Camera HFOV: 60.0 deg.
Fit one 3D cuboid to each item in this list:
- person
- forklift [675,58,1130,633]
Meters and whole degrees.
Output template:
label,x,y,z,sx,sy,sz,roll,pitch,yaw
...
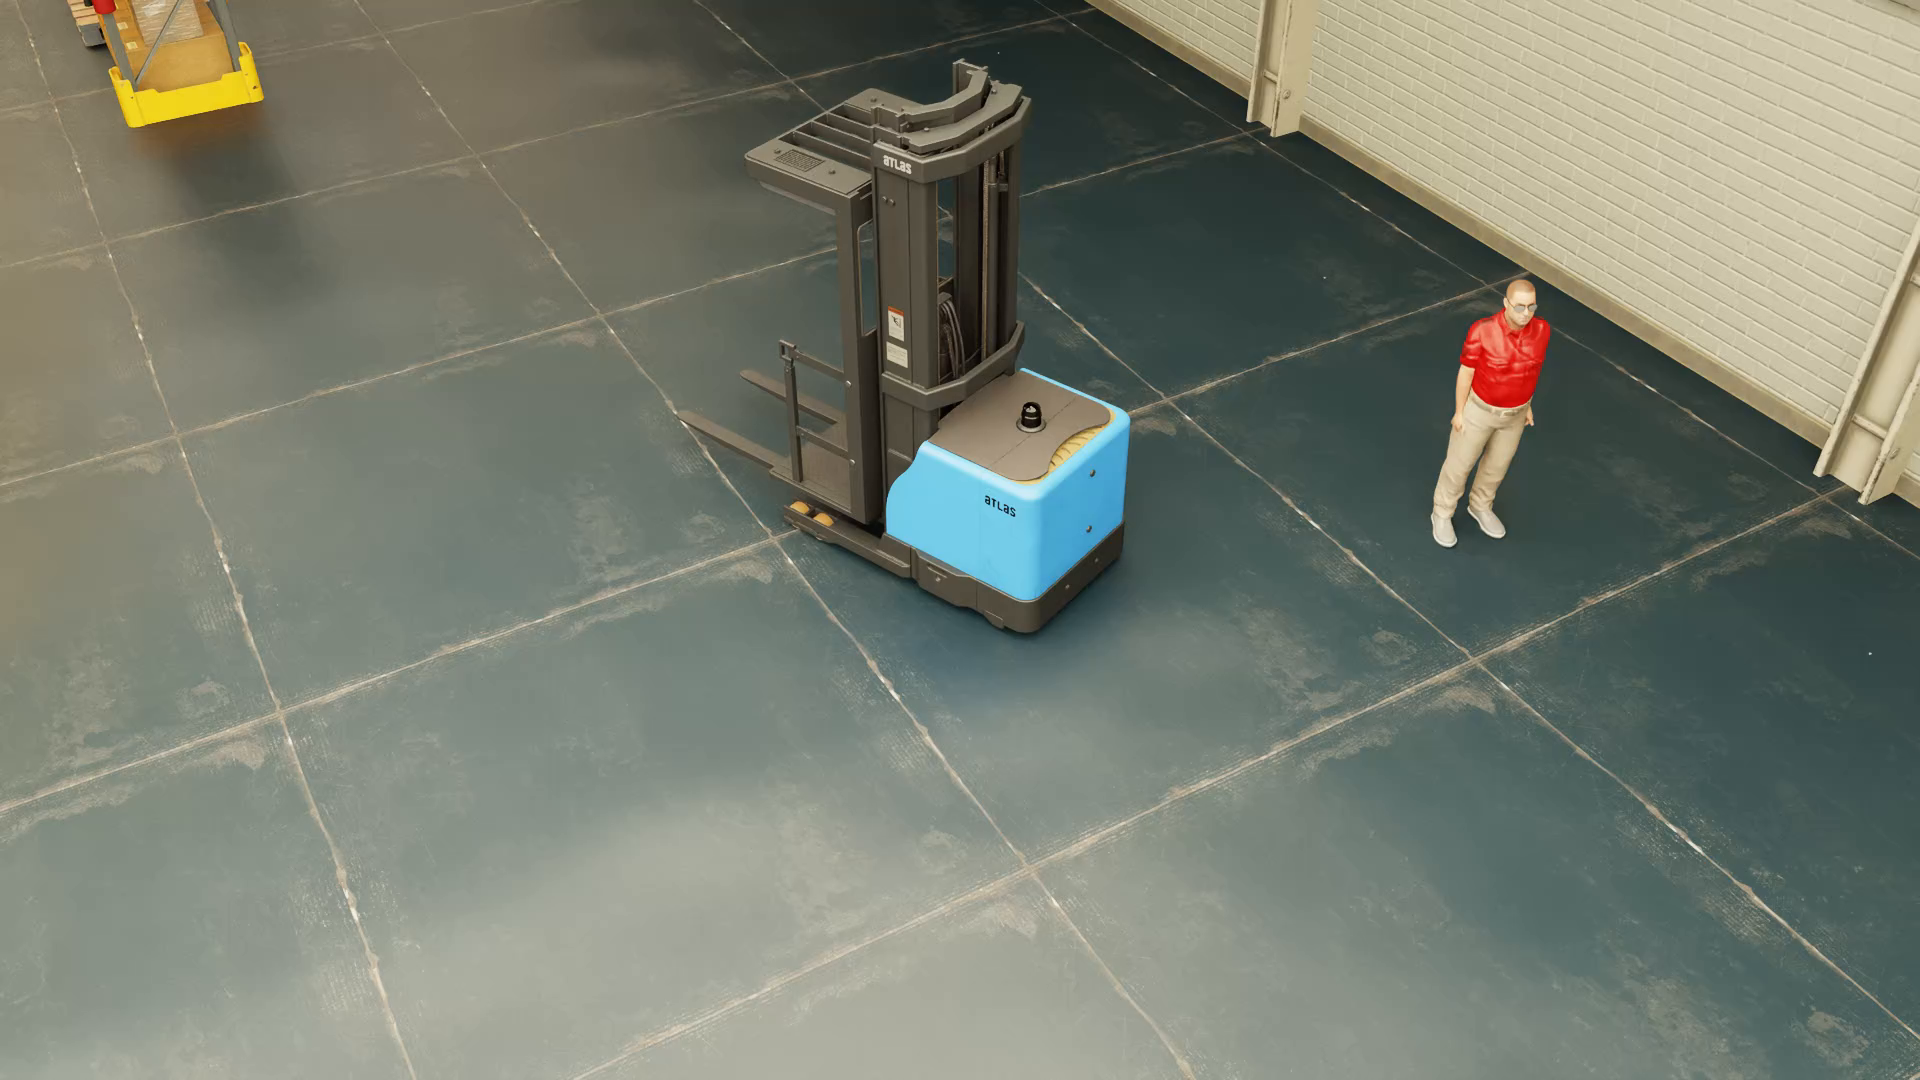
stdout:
label,x,y,z,sx,sy,sz,roll,pitch,yaw
person,3.185,-0.757,9.895,0.527,1.728,0.389,-8,40,-10
forklift,-0.481,-1.366,9.683,3.031,2.935,1.130,26,46,28
